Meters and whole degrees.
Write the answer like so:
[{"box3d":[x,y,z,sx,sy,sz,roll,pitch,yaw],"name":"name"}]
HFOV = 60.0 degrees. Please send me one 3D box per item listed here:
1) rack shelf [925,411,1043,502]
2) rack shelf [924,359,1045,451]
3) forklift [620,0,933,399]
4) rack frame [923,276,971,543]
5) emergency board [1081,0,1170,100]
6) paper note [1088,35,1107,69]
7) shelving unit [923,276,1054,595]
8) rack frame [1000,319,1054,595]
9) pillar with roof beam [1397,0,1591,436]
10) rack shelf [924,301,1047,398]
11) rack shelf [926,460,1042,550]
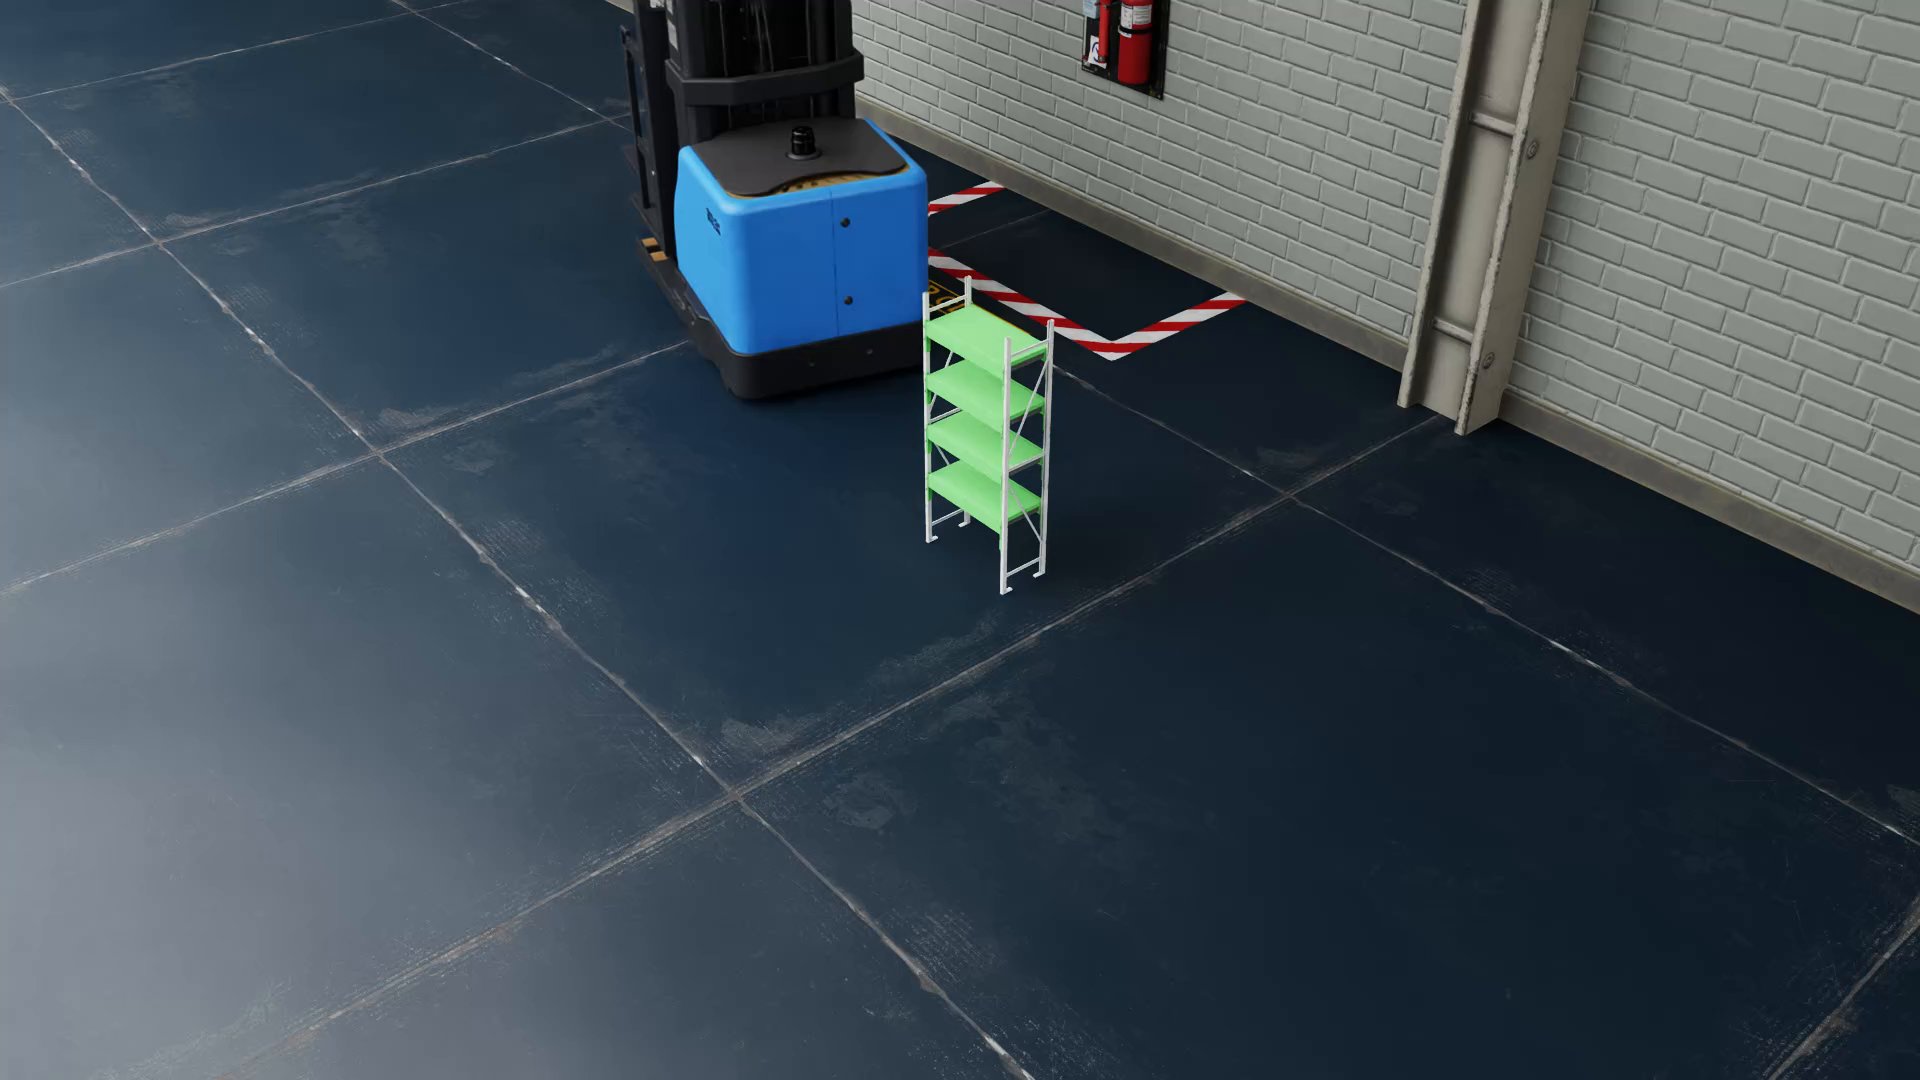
[{"box3d":[0.107,-0.364,6.837,0.258,0.148,0.480,-26,43,-32],"name":"rack shelf"},{"box3d":[0.107,-0.560,6.698,0.258,0.148,0.480,-26,43,-32],"name":"rack shelf"},{"box3d":[-1.187,-2.729,8.567,1.130,2.935,3.031,-14,38,-19],"name":"forklift"},{"box3d":[-0.051,-0.524,6.952,0.240,1.200,0.015,-26,43,-32],"name":"rack frame"},{"box3d":[0.831,-2.971,8.849,0.194,1.169,0.643,-26,43,-32],"name":"emergency board"},{"box3d":[0.769,-2.715,9.250,0.016,0.148,0.142,-26,43,-32],"name":"paper note"},{"box3d":[0.107,-0.417,6.800,0.258,1.200,0.503,-26,43,-32],"name":"shelving unit"},{"box3d":[0.264,-0.309,6.648,0.240,1.200,0.015,-26,43,-32],"name":"rack frame"},{"box3d":[-0.892,-2.708,3.287,9.100,9.000,0.400,-26,43,-32],"name":"pillar with roof beam"},{"box3d":[0.107,-0.756,6.560,0.258,0.148,0.480,-26,43,-32],"name":"rack shelf"},{"box3d":[0.107,-0.169,6.976,0.258,0.148,0.480,-26,43,-32],"name":"rack shelf"}]
